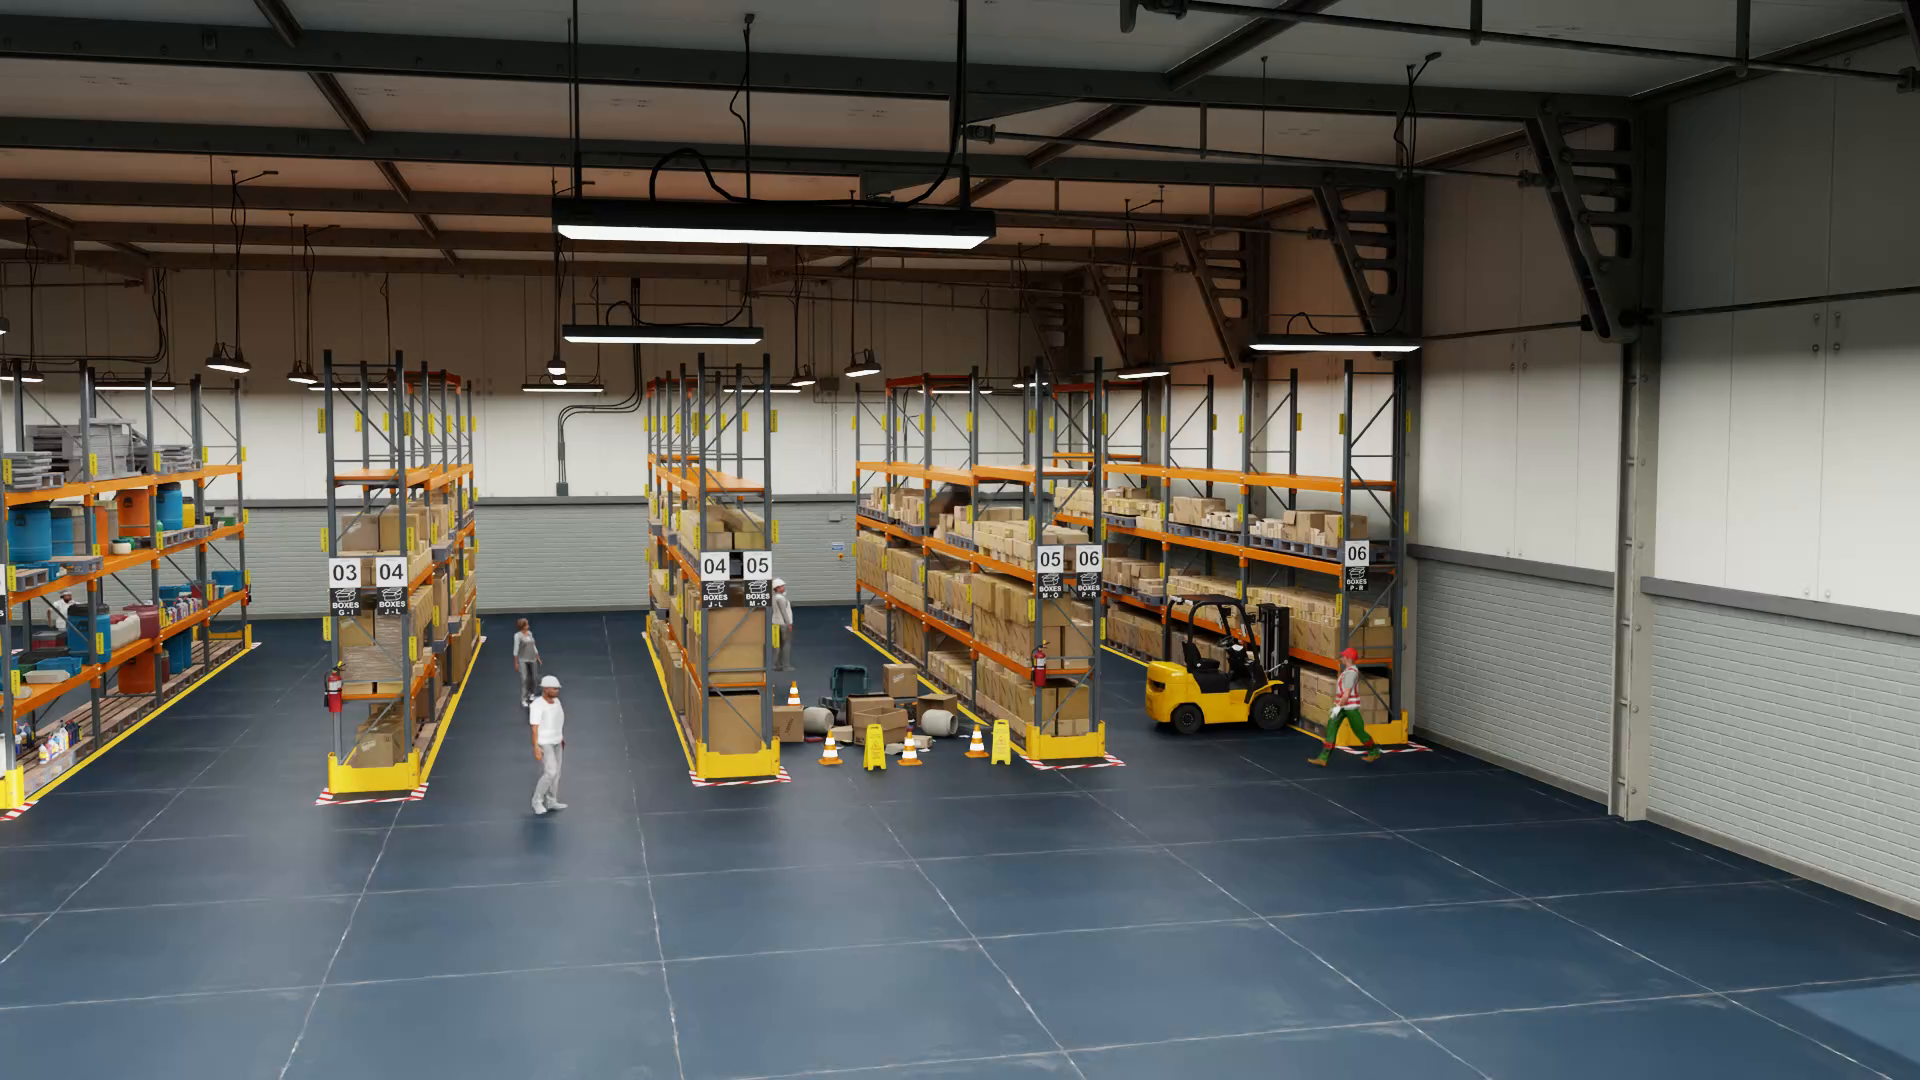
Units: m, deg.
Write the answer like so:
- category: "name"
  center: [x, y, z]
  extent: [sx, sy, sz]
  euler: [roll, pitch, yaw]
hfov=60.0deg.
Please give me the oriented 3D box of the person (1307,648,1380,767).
- category: "person"
  center: [5.645, 2.443, 24.292]
  extent: [1.090, 1.746, 0.477]
  euler: [-2, 4, -27]

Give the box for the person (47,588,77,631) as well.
- category: "person"
  center: [-18.221, 1.793, 33.782]
  extent: [0.609, 1.641, 1.028]
  euler: [-1, 4, -13]

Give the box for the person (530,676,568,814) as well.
- category: "person"
  center: [-5.321, 2.633, 21.545]
  extent: [0.410, 1.765, 0.666]
  euler: [1, 4, 18]

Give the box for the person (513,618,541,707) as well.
- category: "person"
  center: [-7.720, 2.157, 29.626]
  extent: [0.515, 1.564, 0.684]
  euler: [-3, 5, -33]

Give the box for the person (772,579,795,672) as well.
- category: "person"
  center: [-3.388, 1.638, 31.746]
  extent: [0.441, 1.807, 0.587]
  euler: [-4, 6, -44]
